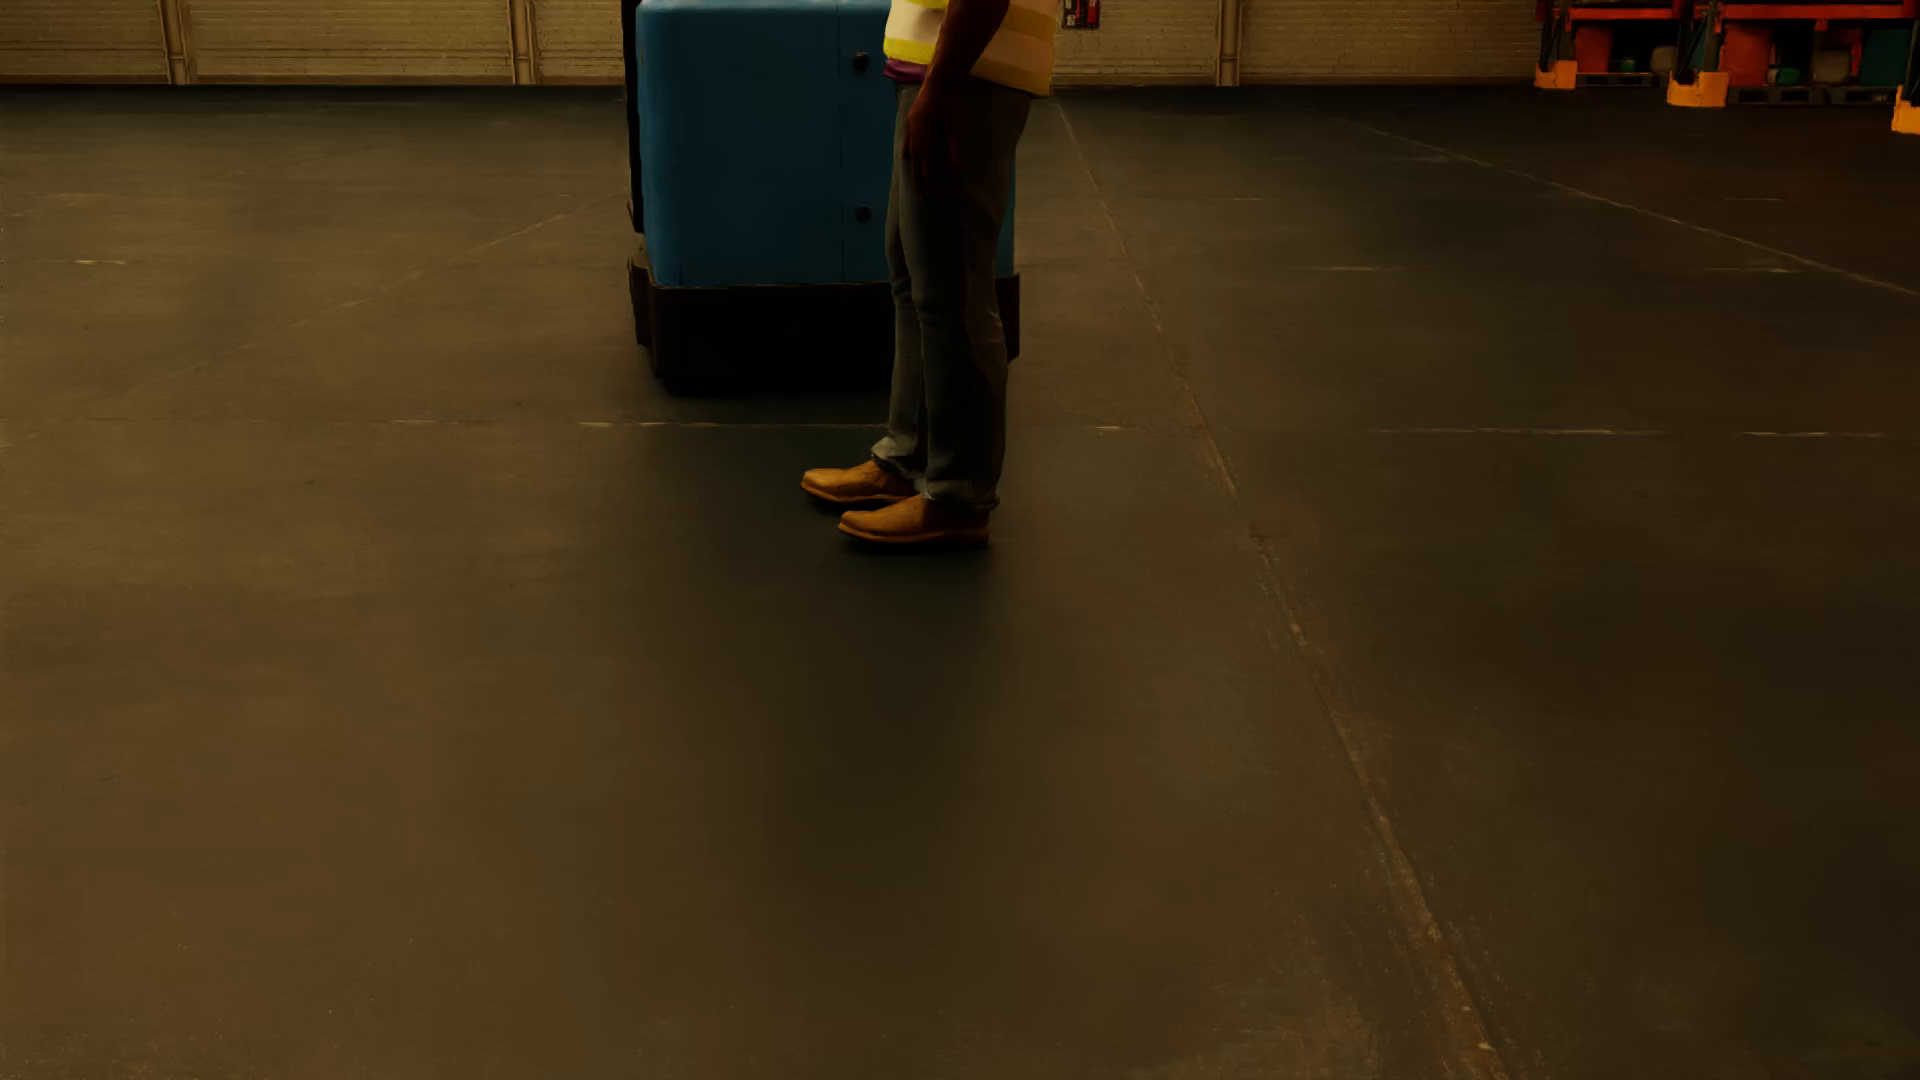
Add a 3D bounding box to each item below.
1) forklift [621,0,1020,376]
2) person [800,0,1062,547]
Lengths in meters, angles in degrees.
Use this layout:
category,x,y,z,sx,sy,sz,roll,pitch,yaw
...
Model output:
category,x,y,z,sx,sy,sz,roll,pitch,yaw
forklift,-0.639,-2.256,5.695,1.130,2.935,3.031,-4,18,-12
person,-0.069,-0.853,3.115,0.576,1.766,0.665,1,17,2
